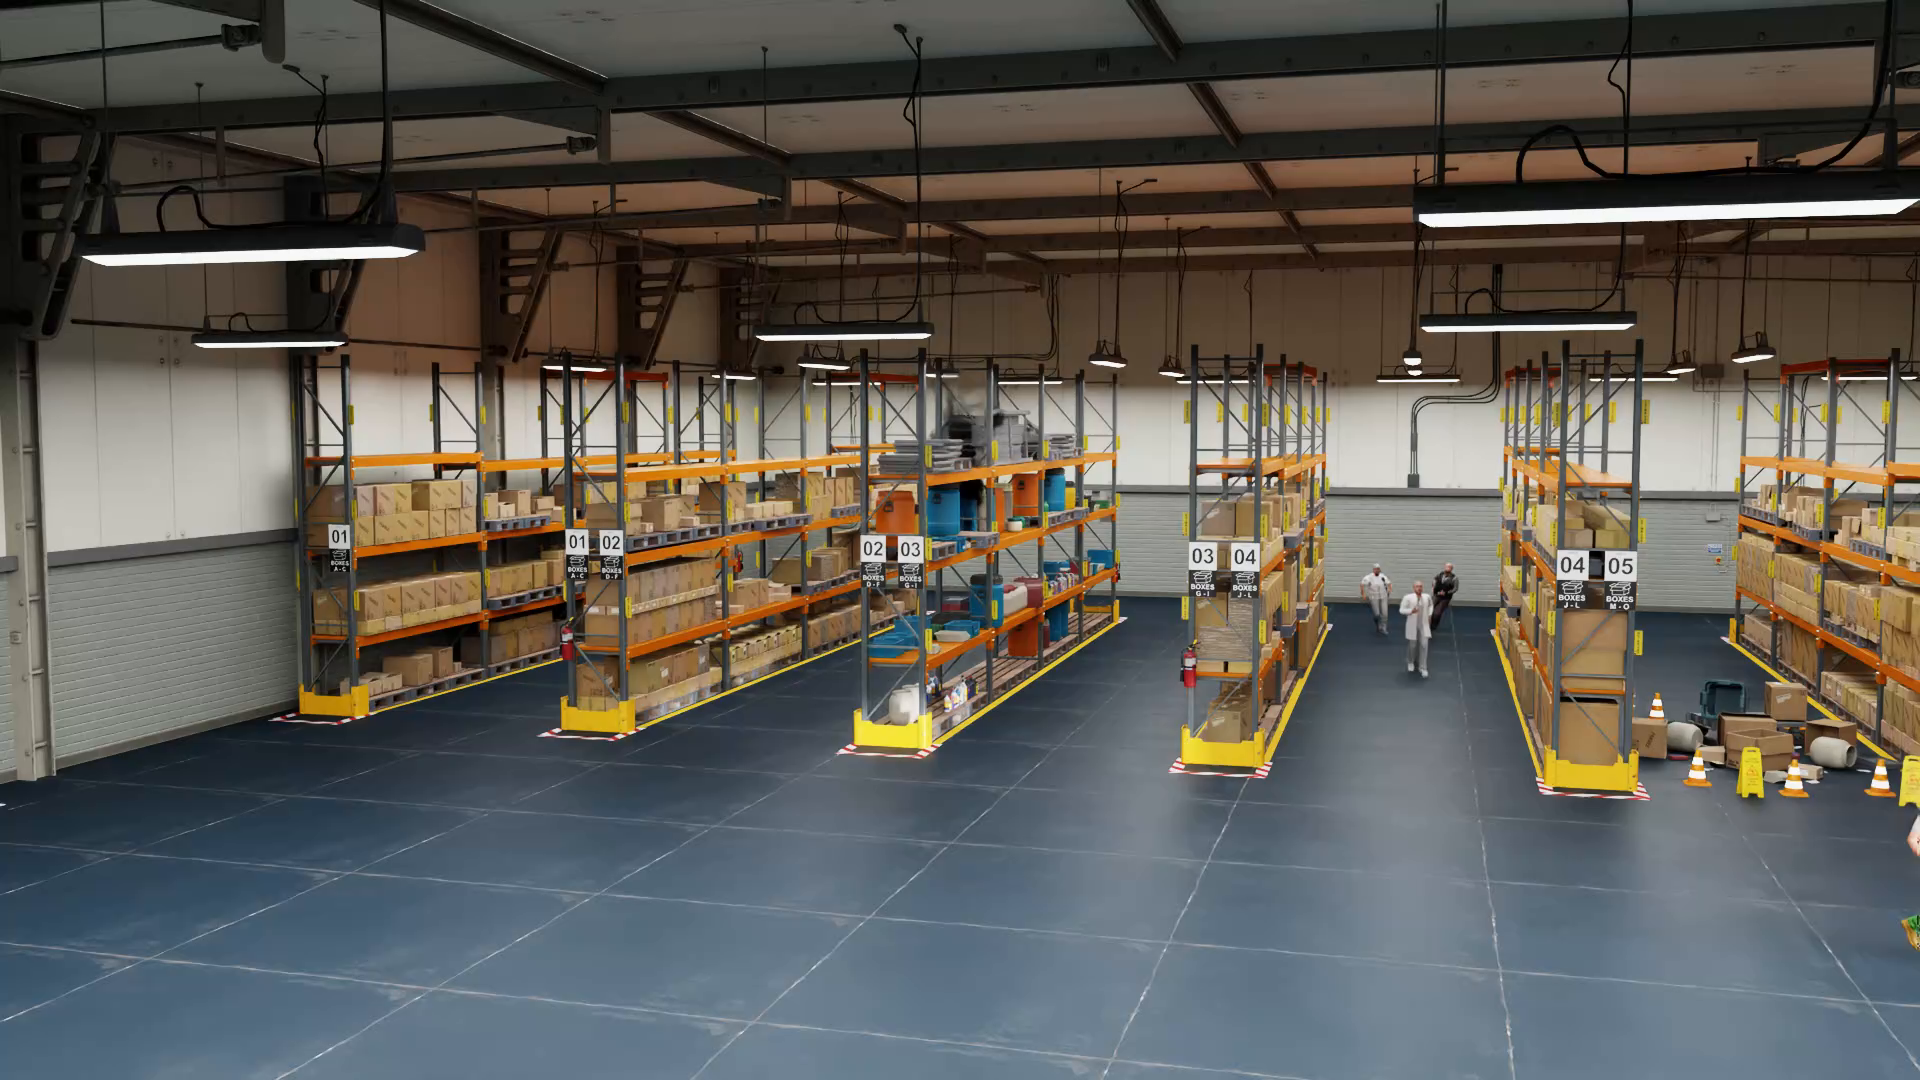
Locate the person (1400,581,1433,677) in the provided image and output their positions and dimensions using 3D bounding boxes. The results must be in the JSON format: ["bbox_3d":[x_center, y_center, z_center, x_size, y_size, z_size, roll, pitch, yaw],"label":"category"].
[{"bbox_3d":[8.800,1.682,31.987,0.701,1.790,0.950,0,4,3],"label":"person"}]

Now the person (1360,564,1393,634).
[{"bbox_3d":[9.558,1.347,38.118,0.728,1.617,0.548,0,4,3],"label":"person"}]

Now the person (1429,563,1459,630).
[{"bbox_3d":[11.075,1.309,38.325,0.828,1.606,0.627,4,6,39],"label":"person"}]

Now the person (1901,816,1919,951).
[{"bbox_3d":[8.933,3.004,15.099,0.660,1.738,0.593,-4,6,-43],"label":"person"}]
